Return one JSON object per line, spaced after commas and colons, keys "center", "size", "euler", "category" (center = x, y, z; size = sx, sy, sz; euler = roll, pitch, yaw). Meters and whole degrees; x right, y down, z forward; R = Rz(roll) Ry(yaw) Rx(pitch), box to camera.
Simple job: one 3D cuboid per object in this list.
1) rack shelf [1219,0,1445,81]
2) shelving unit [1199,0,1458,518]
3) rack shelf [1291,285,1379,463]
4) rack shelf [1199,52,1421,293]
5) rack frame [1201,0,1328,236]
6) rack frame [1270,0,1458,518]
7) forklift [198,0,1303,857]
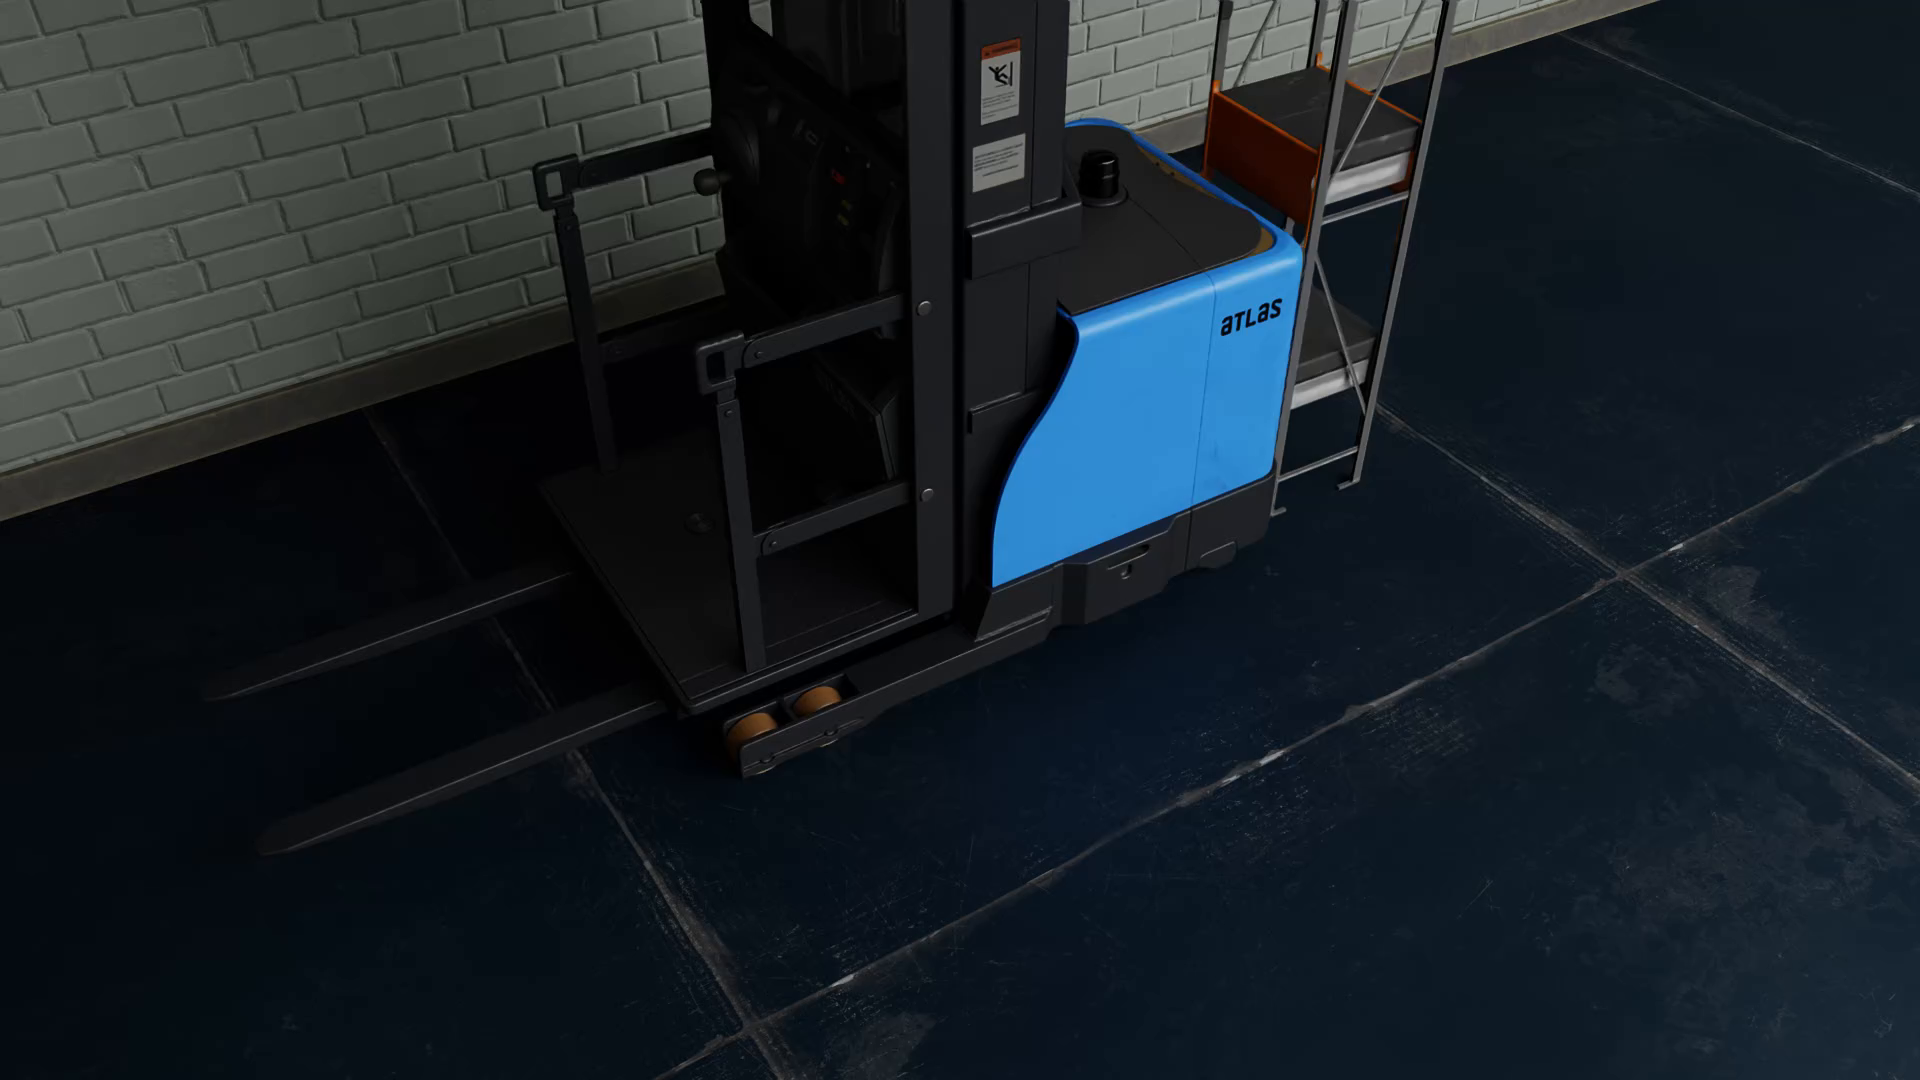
{"center": [1.034, -1.606, 4.460], "size": [0.431, 0.518, 0.480], "euler": [-20, 44, -24], "category": "rack shelf"}
{"center": [1.026, -1.076, 4.896], "size": [0.431, 2.100, 0.503], "euler": [-20, 44, -24], "category": "shelving unit"}
{"center": [1.019, -0.525, 5.349], "size": [0.431, 0.518, 0.480], "euler": [-20, 44, -24], "category": "rack shelf"}
{"center": [1.026, -1.065, 4.905], "size": [0.431, 0.518, 0.480], "euler": [-20, 44, -24], "category": "rack shelf"}
{"center": [0.901, -1.209, 5.057], "size": [0.400, 2.100, 0.015], "euler": [-20, 44, -24], "category": "rack frame"}
{"center": [1.152, -0.942, 4.735], "size": [0.400, 2.100, 0.015], "euler": [-20, 44, -24], "category": "rack frame"}
{"center": [-0.564, -0.882, 4.019], "size": [3.031, 2.935, 1.130], "euler": [-21, 44, -24], "category": "forklift"}
